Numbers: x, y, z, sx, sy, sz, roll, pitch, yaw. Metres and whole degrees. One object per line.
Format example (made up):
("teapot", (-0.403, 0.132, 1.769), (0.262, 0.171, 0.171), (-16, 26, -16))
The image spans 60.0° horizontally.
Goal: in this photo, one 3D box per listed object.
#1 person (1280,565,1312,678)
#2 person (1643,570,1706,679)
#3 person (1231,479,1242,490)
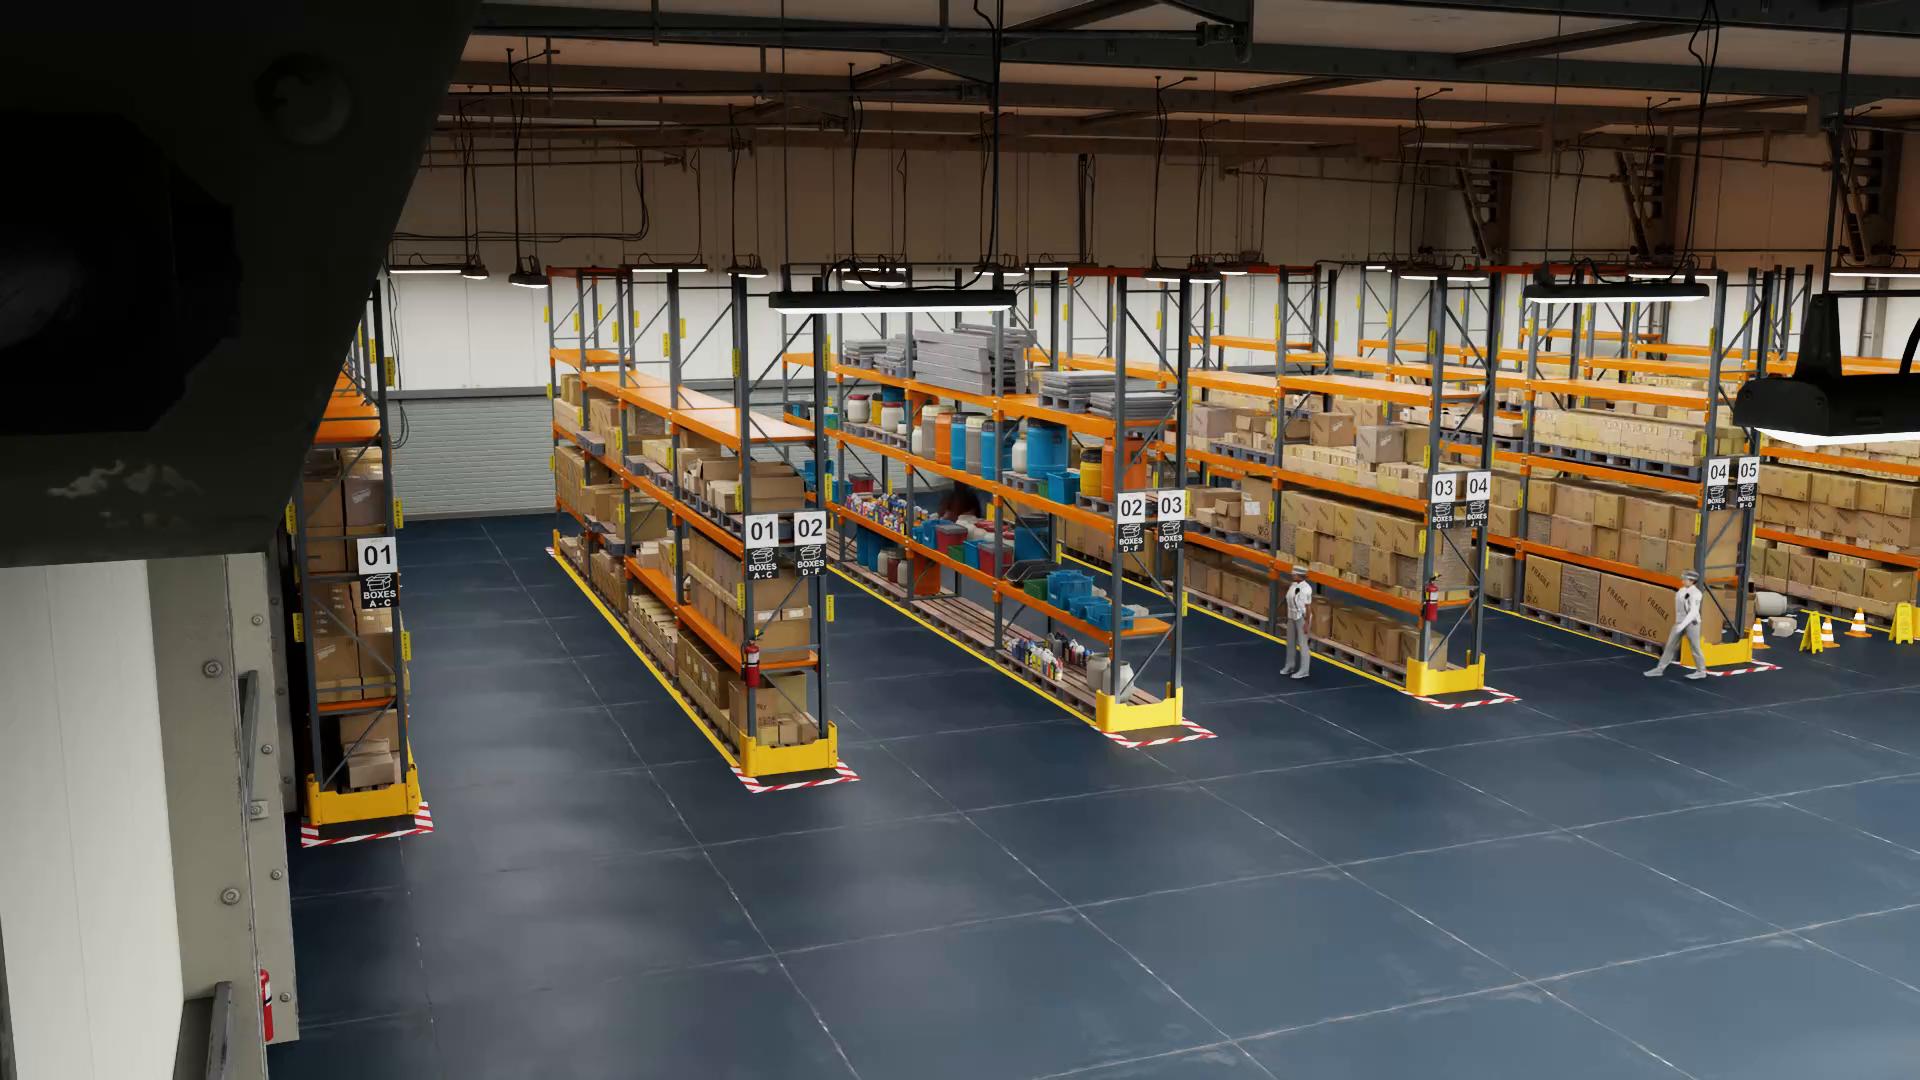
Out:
("person", (5.037, 1.202, 24.870), (0.401, 1.679, 0.509), (-4, 11, -23))
("person", (10.678, 1.253, 24.621), (0.861, 1.648, 0.513), (-2, 10, -13))
("person", (7.110, -1.714, 41.764), (0.996, 1.612, 0.545), (-1, 10, -5))
